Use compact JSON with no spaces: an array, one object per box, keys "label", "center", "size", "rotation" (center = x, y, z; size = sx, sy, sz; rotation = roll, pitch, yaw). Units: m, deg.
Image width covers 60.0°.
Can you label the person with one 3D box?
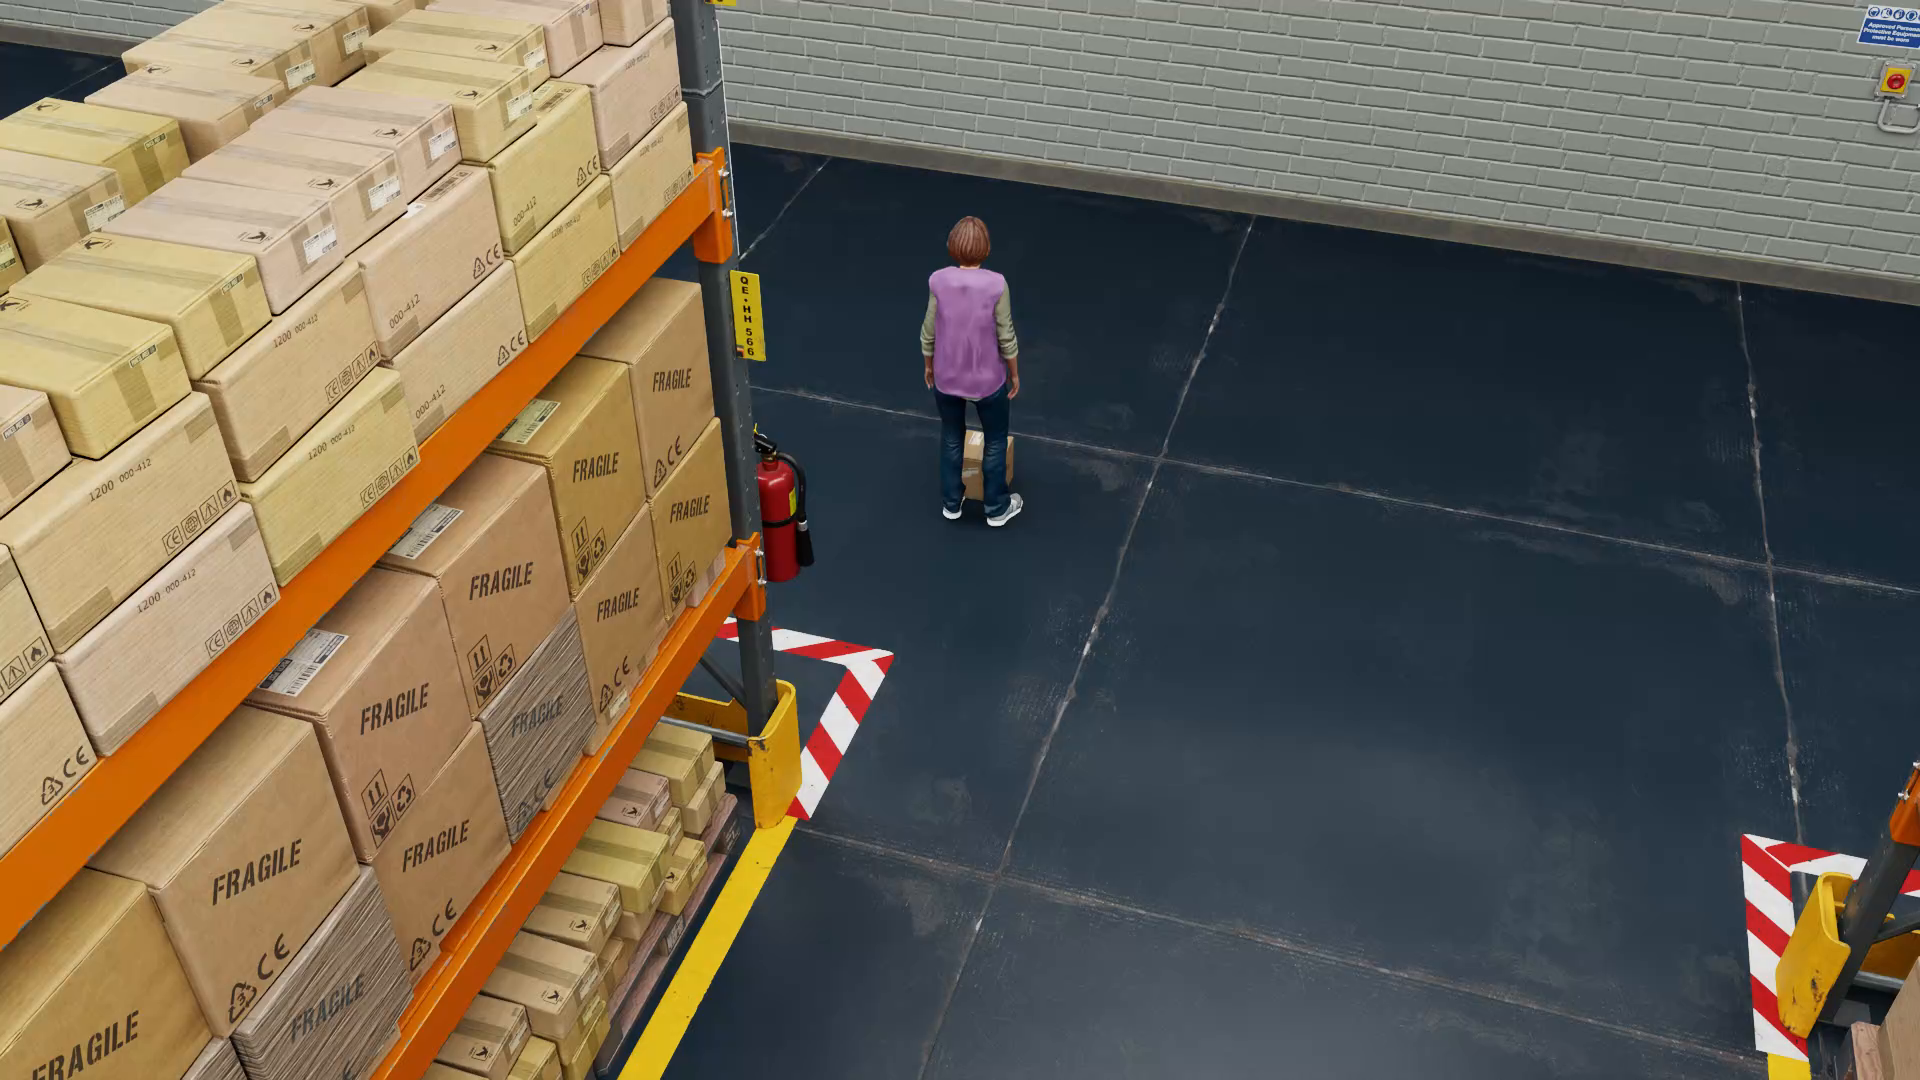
[{"label":"person","center":[0.054,-0.726,7.933],"size":[0.484,1.481,0.340],"rotation":[9,38,11]}]
